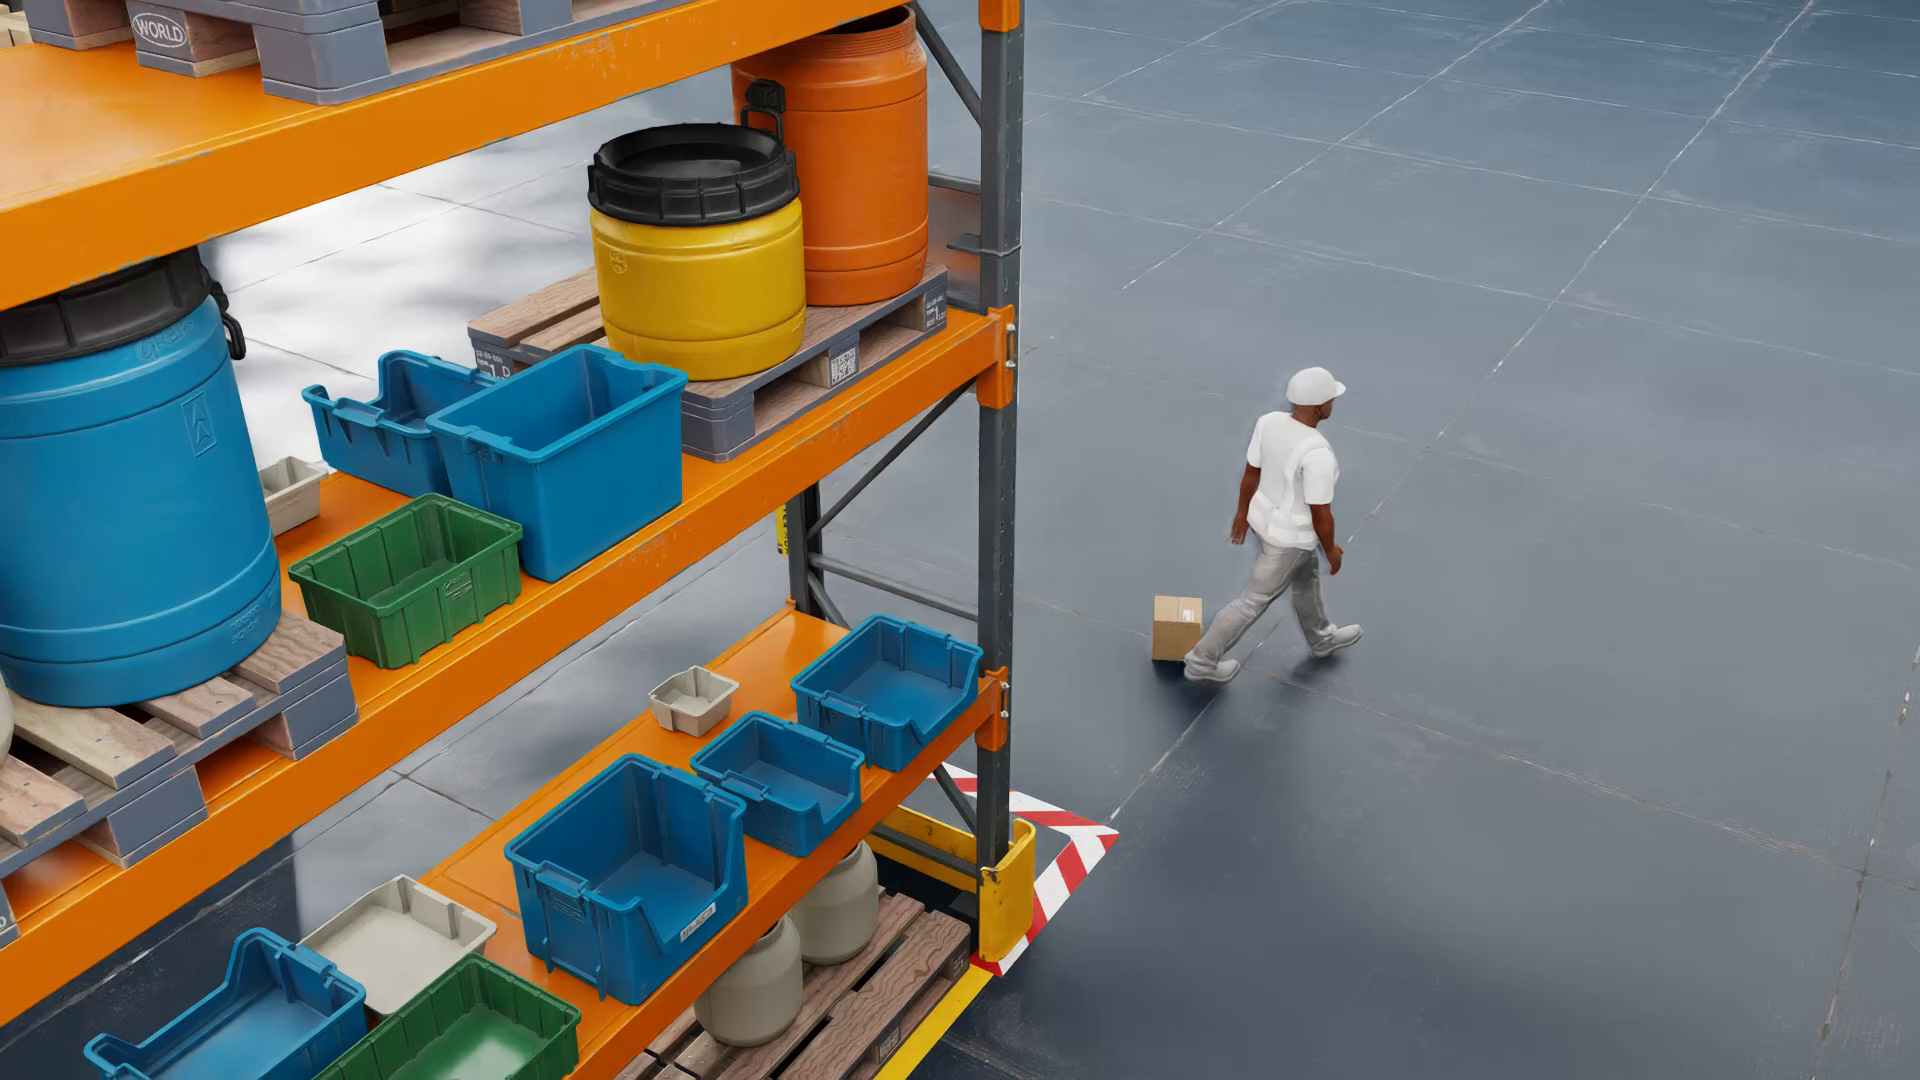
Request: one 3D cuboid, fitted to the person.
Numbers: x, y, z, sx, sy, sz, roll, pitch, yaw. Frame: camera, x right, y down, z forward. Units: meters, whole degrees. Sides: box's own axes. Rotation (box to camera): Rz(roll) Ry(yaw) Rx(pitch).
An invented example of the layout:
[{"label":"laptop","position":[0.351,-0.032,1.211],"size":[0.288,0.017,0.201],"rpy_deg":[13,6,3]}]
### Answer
[{"label":"person","position":[1.658,-0.061,8.291],"size":[1.082,1.716,0.570],"rpy_deg":[-8,31,-13]}]
